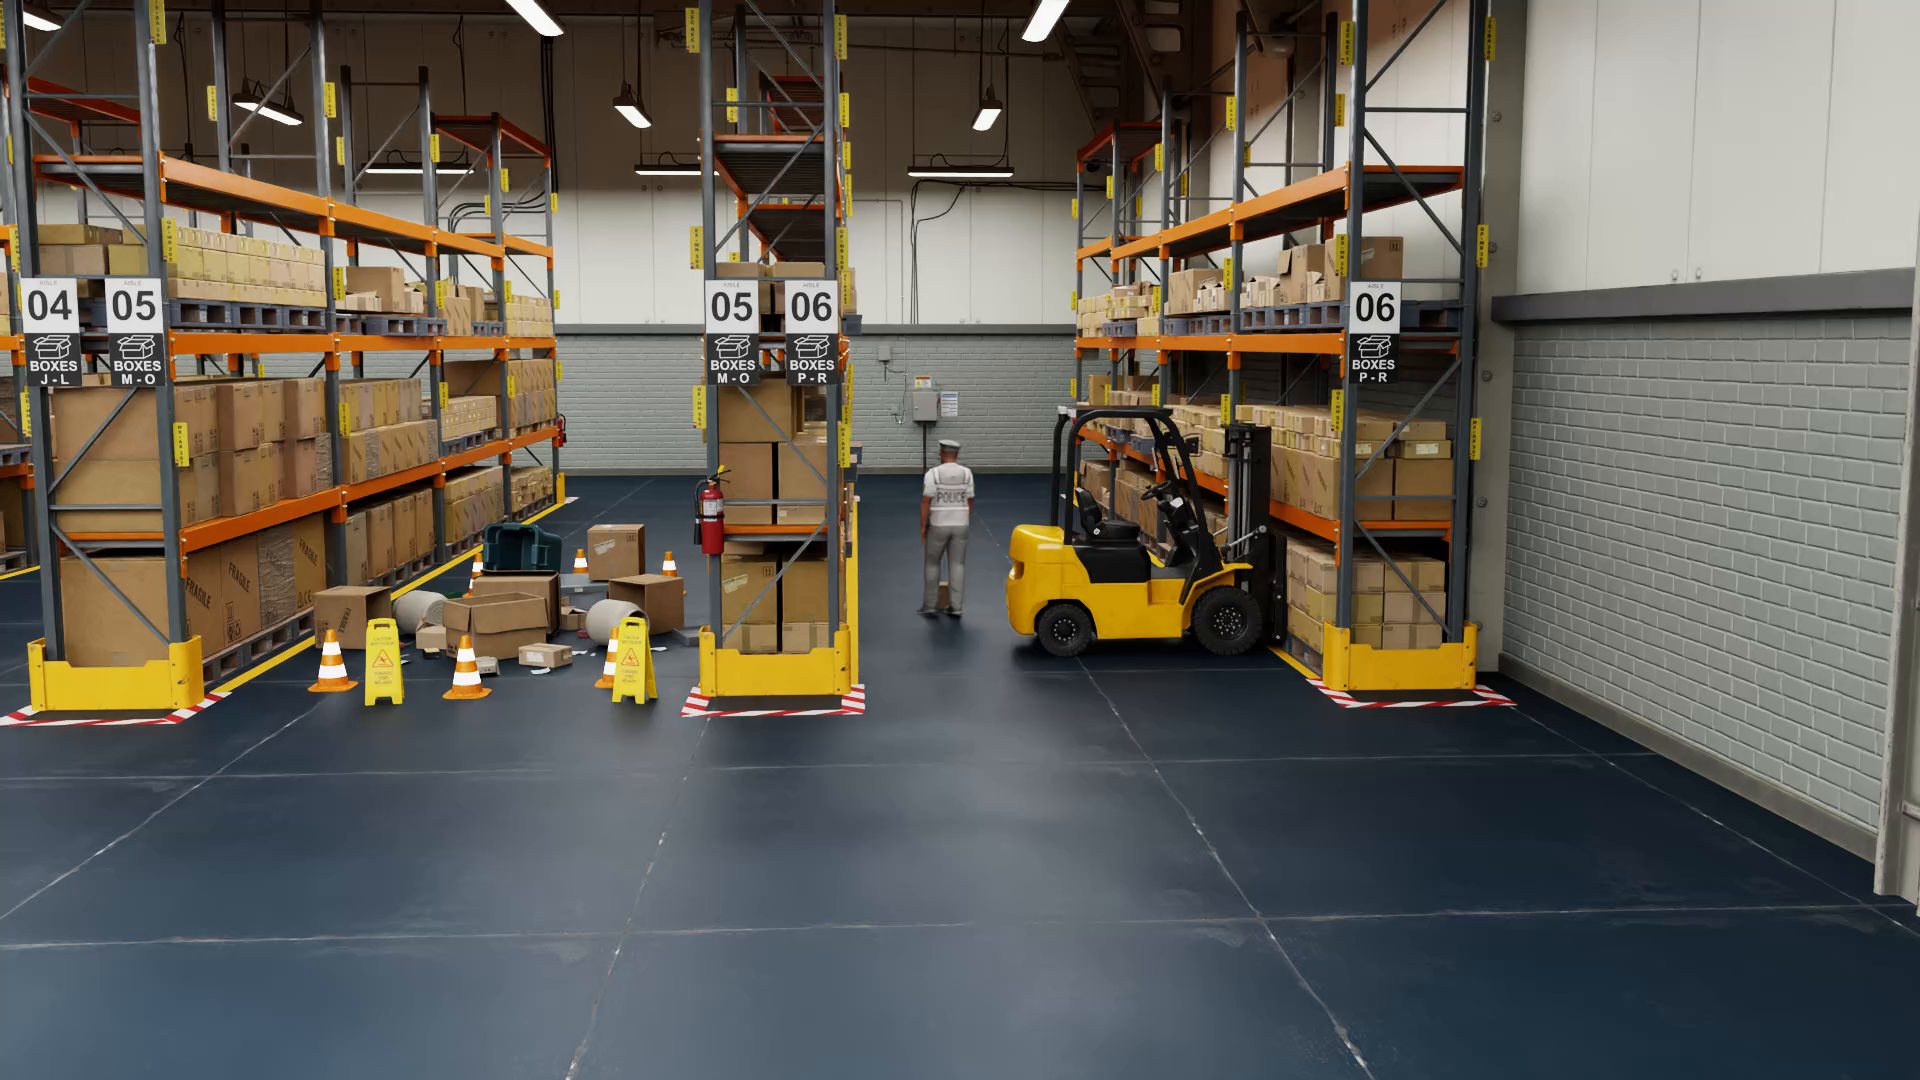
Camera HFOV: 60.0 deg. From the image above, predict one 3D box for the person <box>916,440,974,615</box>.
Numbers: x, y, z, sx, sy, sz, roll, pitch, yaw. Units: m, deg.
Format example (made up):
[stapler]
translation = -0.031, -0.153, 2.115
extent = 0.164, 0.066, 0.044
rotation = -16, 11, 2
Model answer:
[person]
translation = -0.152, -0.114, 16.683
extent = 0.559, 1.782, 0.517
rotation = -2, 7, -17
